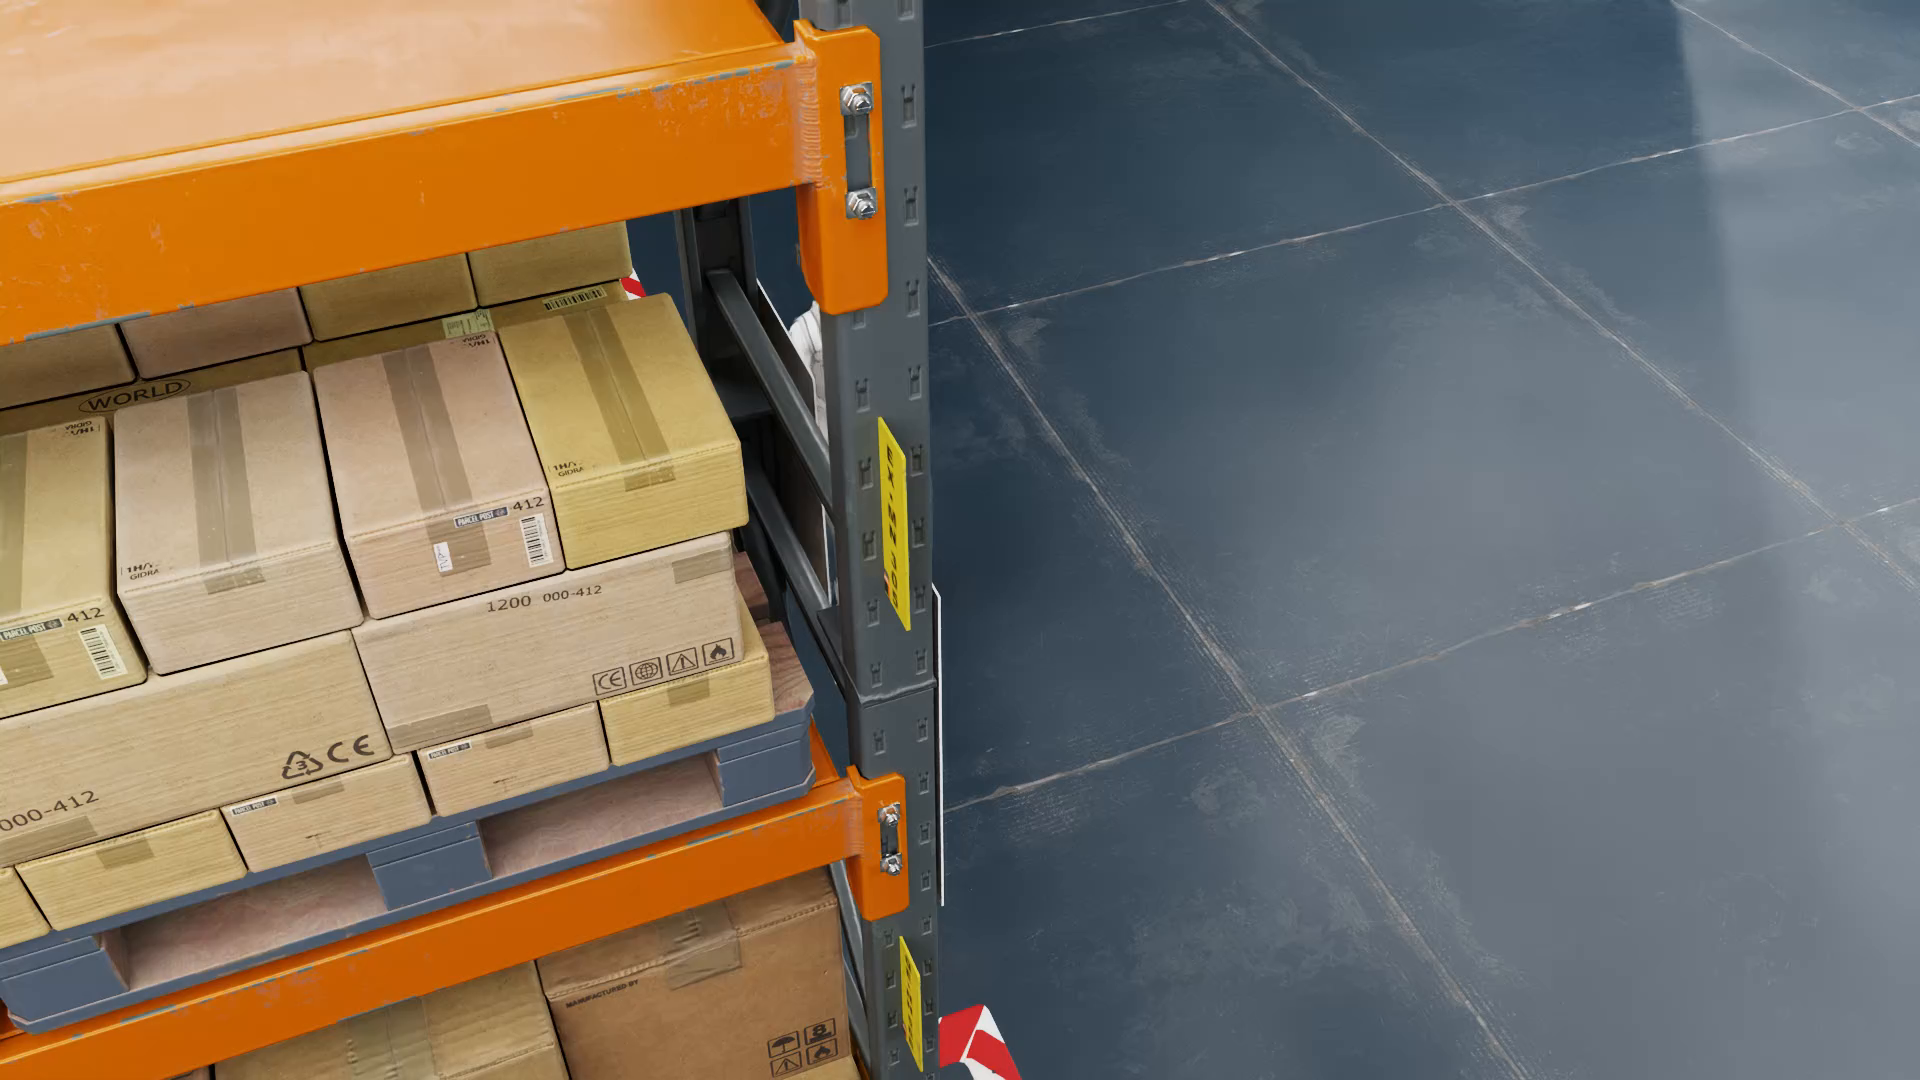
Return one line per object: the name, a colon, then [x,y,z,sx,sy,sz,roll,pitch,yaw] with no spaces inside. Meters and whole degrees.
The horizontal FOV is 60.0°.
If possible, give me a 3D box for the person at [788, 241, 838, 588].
person: [-0.446,-0.484,6.719,0.624,1.628,0.578,-23,47,-23]
